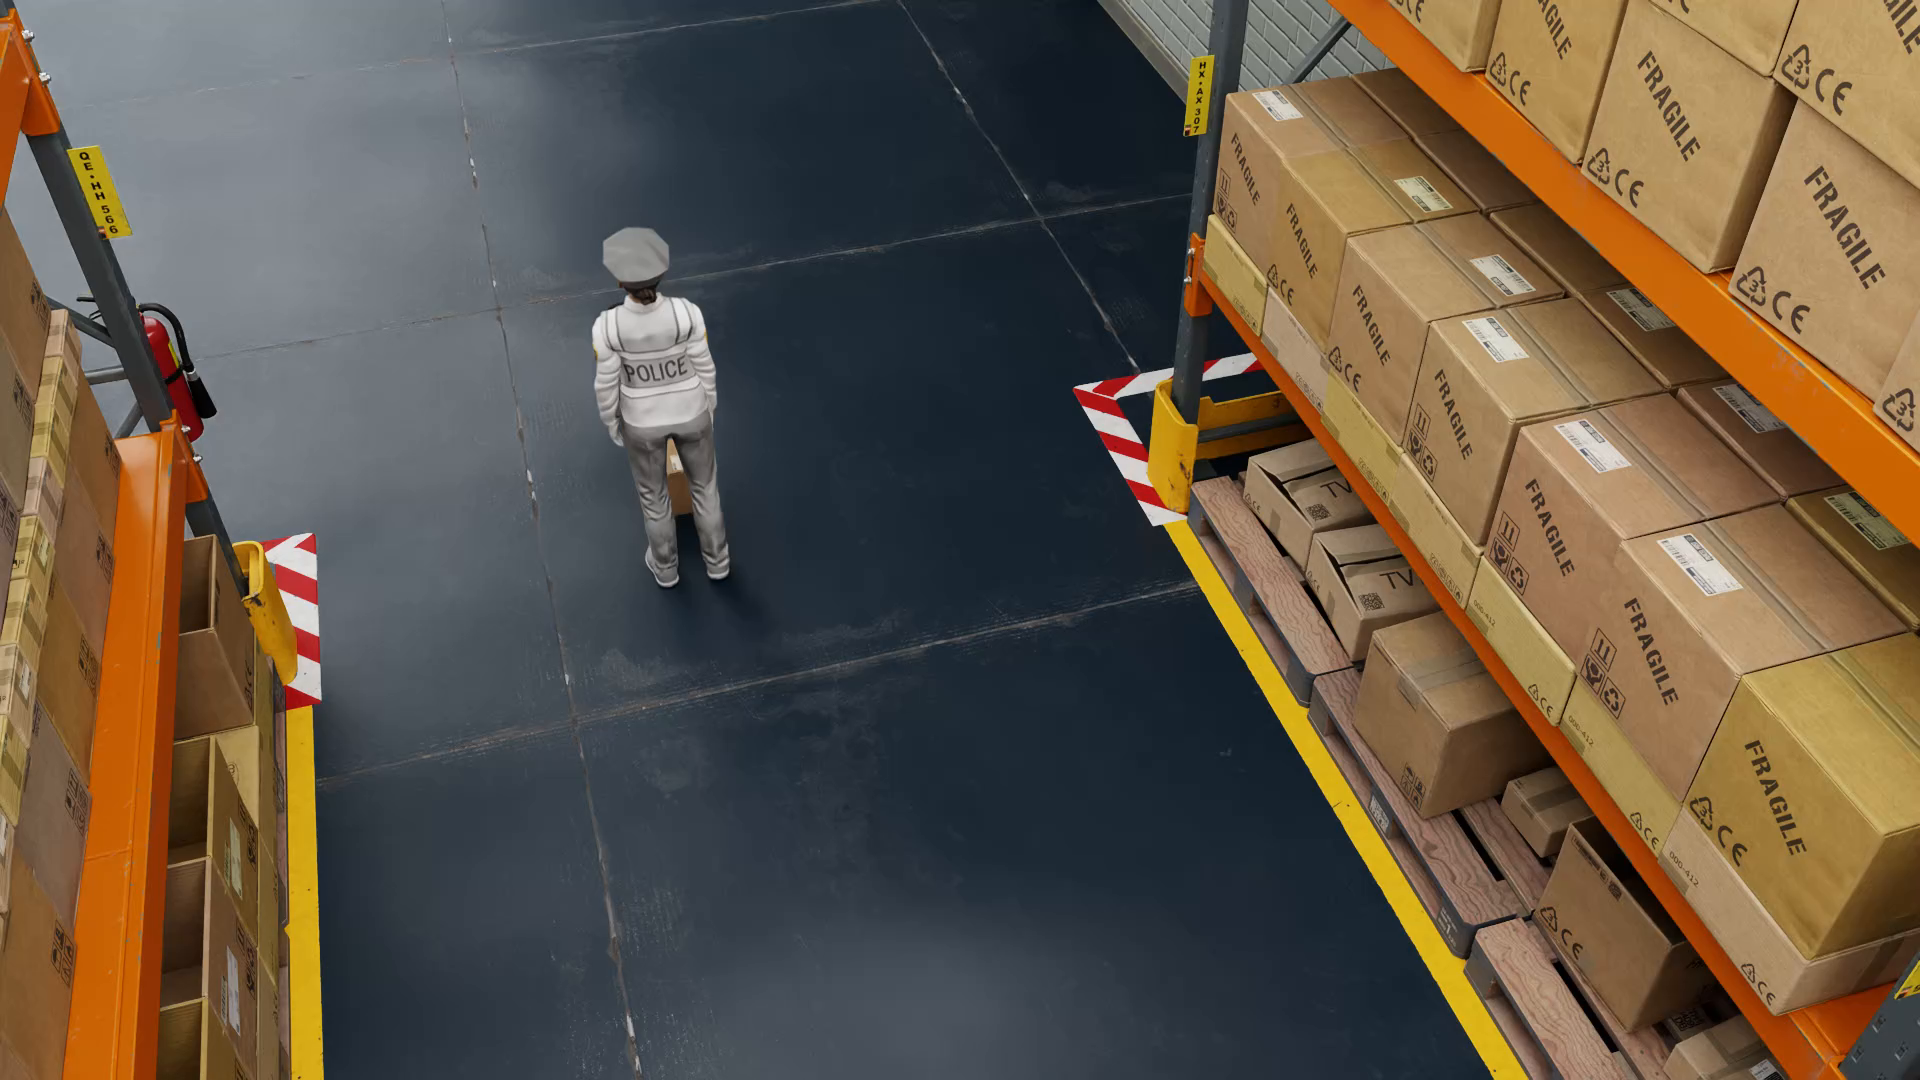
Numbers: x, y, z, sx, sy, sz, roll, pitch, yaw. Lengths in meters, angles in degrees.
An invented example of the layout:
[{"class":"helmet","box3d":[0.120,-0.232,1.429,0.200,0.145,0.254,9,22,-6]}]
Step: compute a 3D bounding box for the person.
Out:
[{"class":"person","box3d":[-1.205,-0.494,6.695,0.475,1.707,0.344,-11,44,-12]}]
